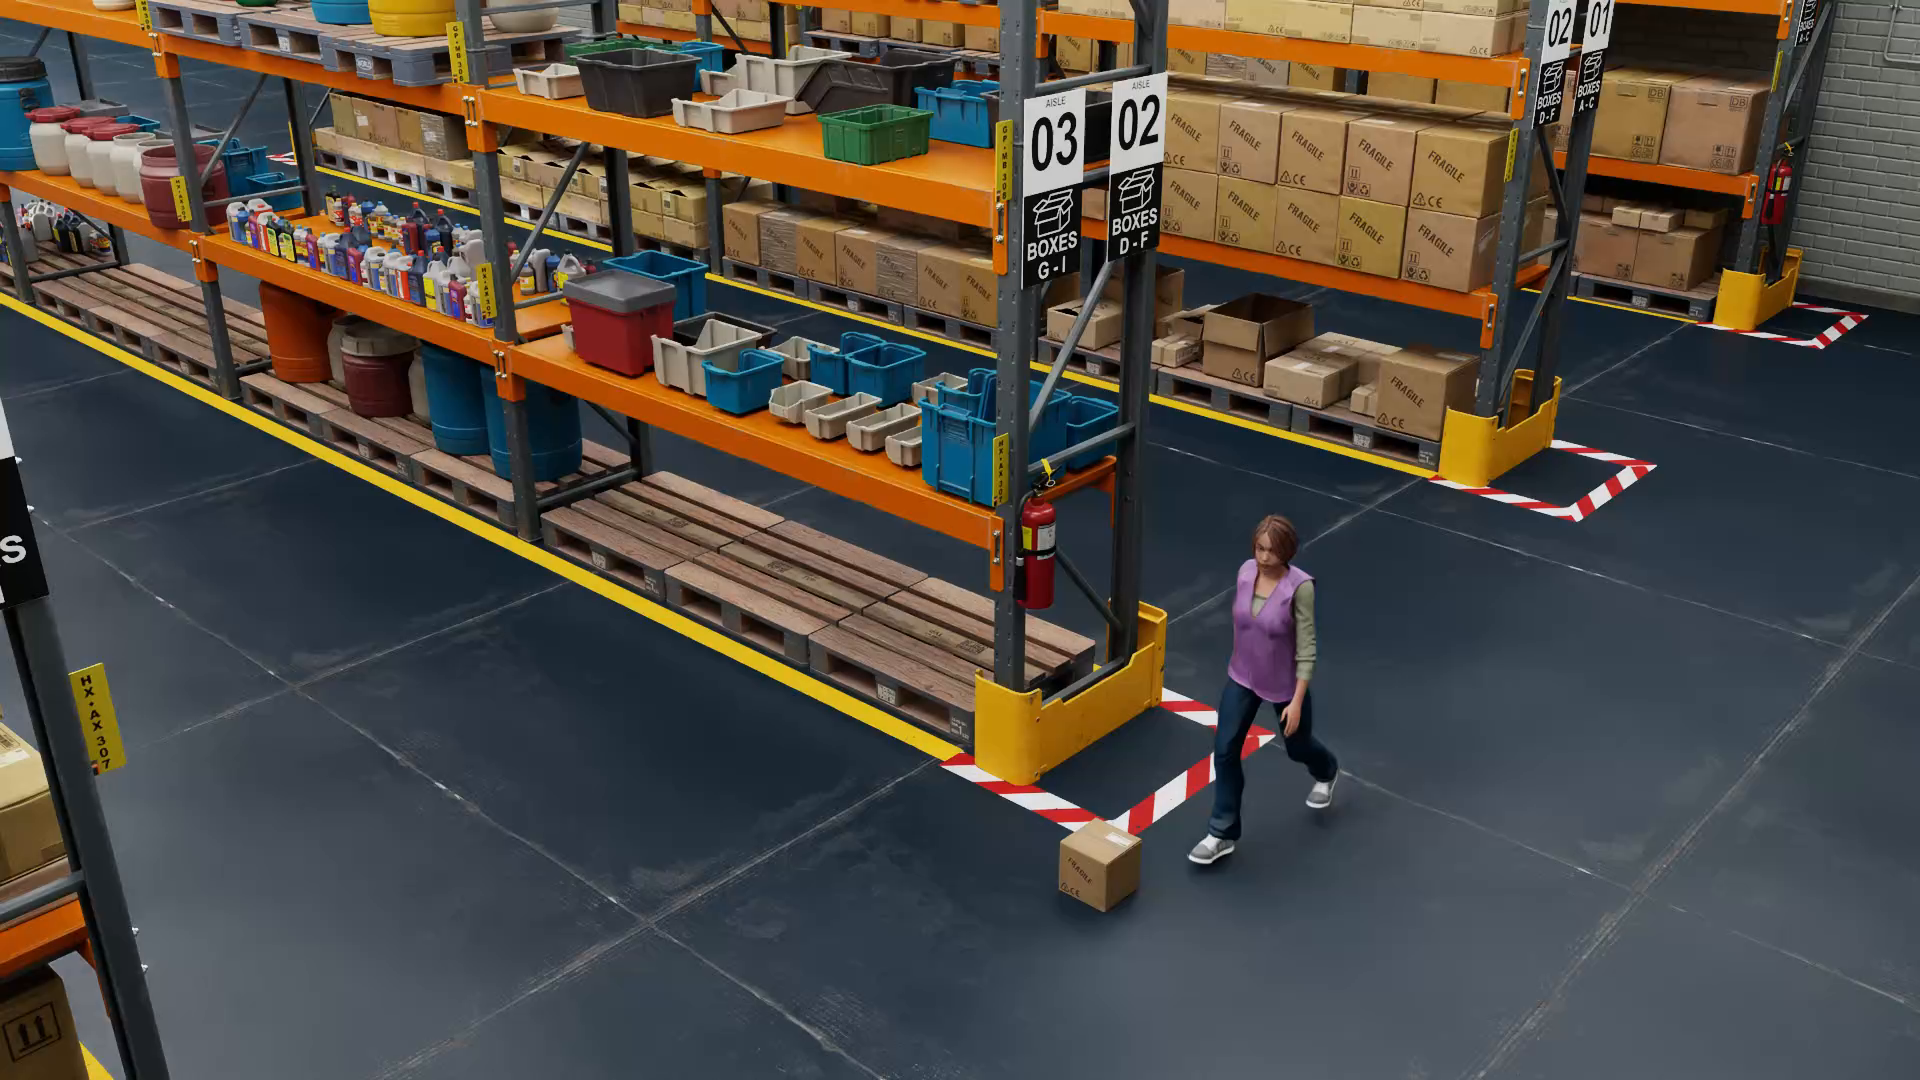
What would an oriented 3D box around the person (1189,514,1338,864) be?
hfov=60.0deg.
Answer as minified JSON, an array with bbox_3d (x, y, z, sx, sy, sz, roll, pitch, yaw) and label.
[{"bbox_3d":[1.371,0.610,7.238,0.489,1.550,0.921,19,31,36],"label":"person"}]
